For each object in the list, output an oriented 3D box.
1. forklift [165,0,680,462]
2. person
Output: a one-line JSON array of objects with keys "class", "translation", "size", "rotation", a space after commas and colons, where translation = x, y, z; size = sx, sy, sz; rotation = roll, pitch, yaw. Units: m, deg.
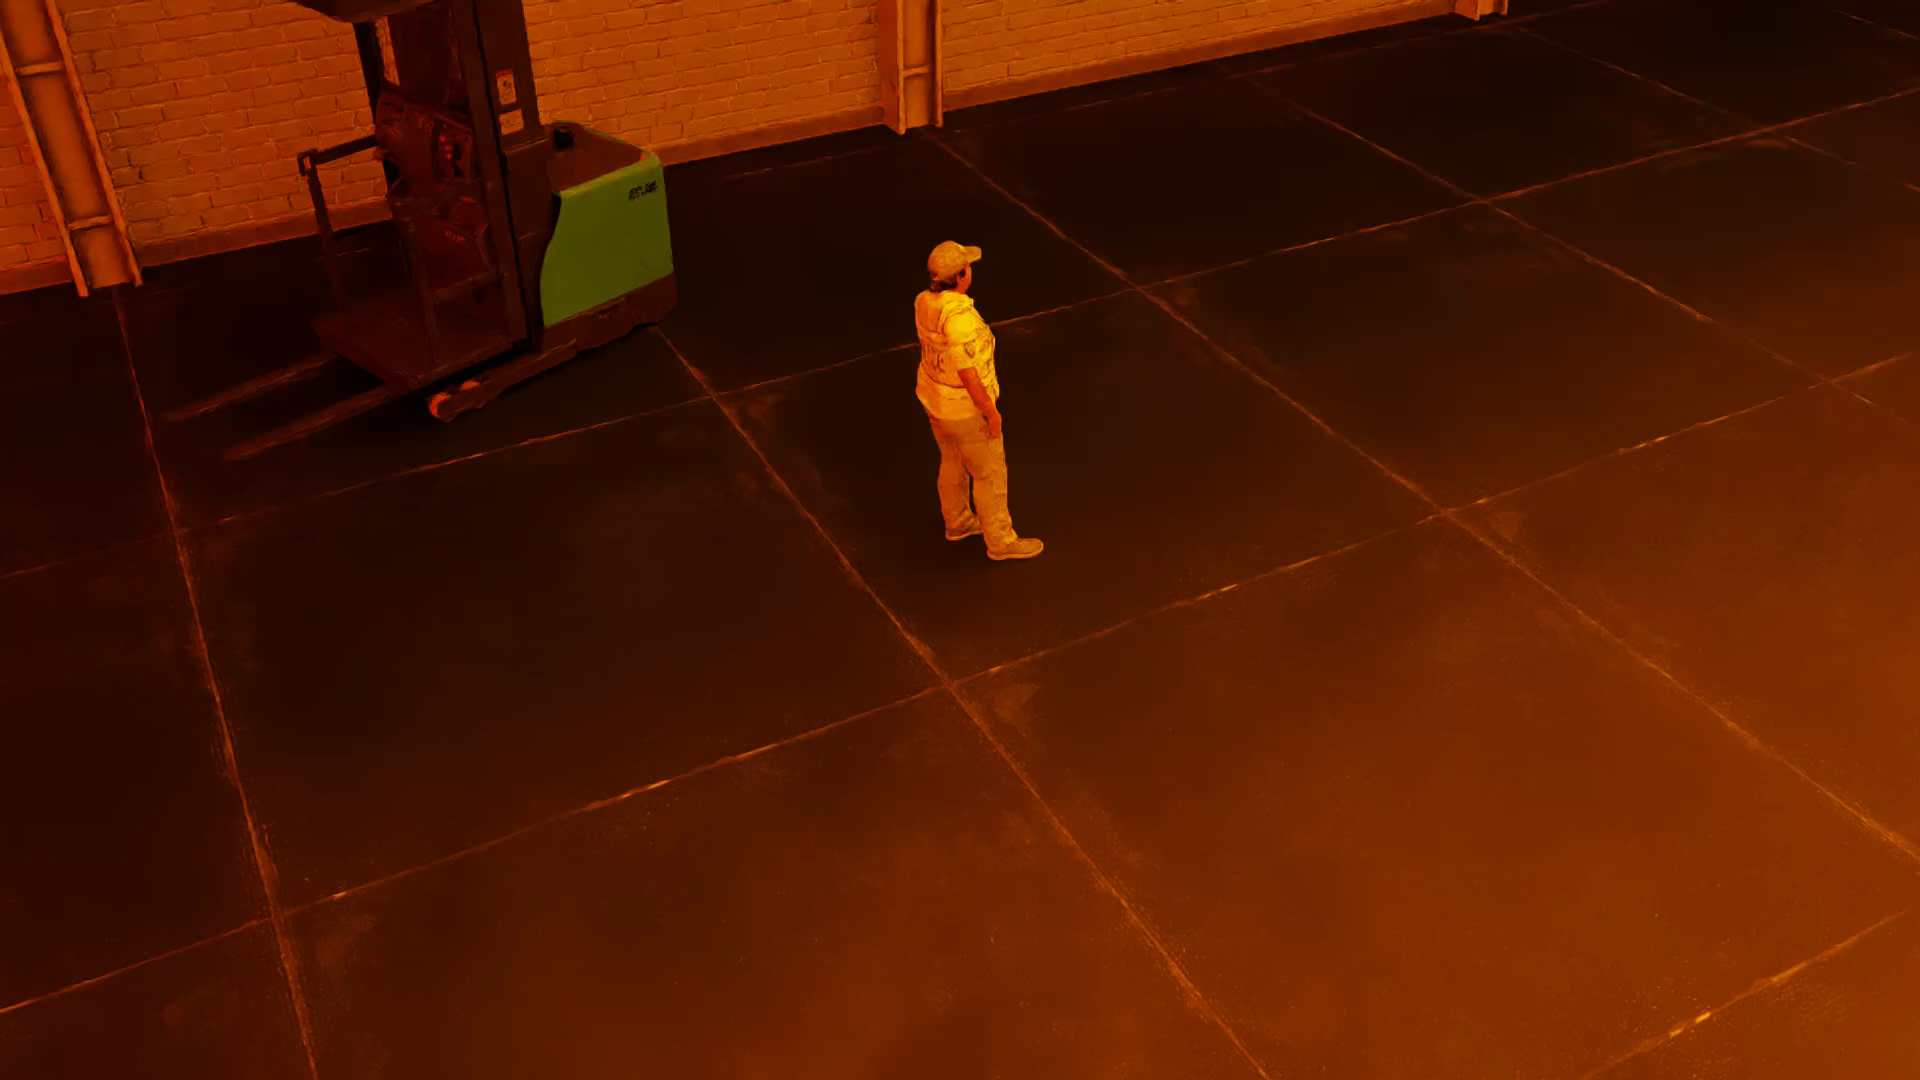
[{"class": "forklift", "translation": [-3.157, -2.212, 9.253], "size": [1.130, 2.935, 3.031], "rotation": [27, 44, 33]}, {"class": "person", "translation": [0.078, -0.696, 8.190], "size": [0.529, 1.669, 0.598], "rotation": [-17, 39, -23]}]
